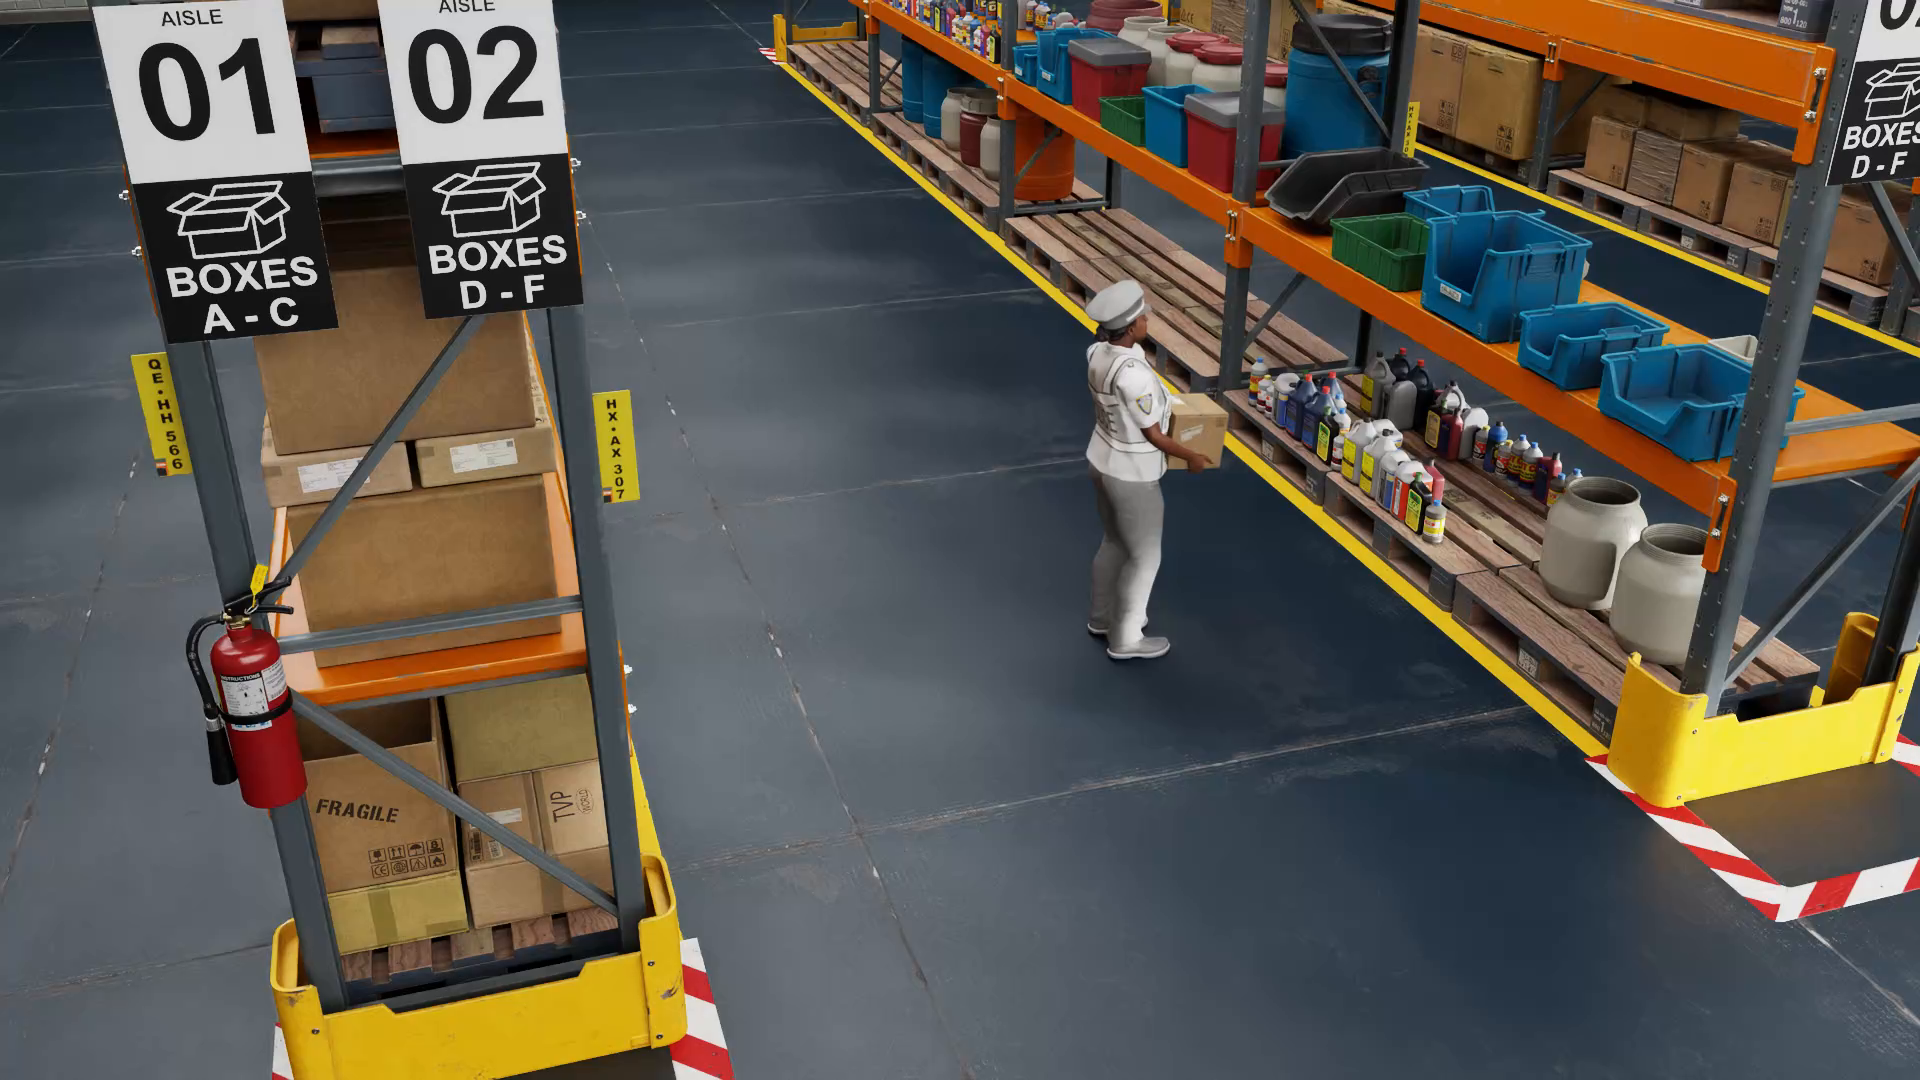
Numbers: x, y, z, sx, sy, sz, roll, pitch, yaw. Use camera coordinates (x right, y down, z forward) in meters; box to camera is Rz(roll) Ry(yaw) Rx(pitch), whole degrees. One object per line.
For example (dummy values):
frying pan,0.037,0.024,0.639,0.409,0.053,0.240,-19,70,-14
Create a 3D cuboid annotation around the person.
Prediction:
person,0.791,-0.307,7.198,0.533,1.689,0.449,-8,28,-16
